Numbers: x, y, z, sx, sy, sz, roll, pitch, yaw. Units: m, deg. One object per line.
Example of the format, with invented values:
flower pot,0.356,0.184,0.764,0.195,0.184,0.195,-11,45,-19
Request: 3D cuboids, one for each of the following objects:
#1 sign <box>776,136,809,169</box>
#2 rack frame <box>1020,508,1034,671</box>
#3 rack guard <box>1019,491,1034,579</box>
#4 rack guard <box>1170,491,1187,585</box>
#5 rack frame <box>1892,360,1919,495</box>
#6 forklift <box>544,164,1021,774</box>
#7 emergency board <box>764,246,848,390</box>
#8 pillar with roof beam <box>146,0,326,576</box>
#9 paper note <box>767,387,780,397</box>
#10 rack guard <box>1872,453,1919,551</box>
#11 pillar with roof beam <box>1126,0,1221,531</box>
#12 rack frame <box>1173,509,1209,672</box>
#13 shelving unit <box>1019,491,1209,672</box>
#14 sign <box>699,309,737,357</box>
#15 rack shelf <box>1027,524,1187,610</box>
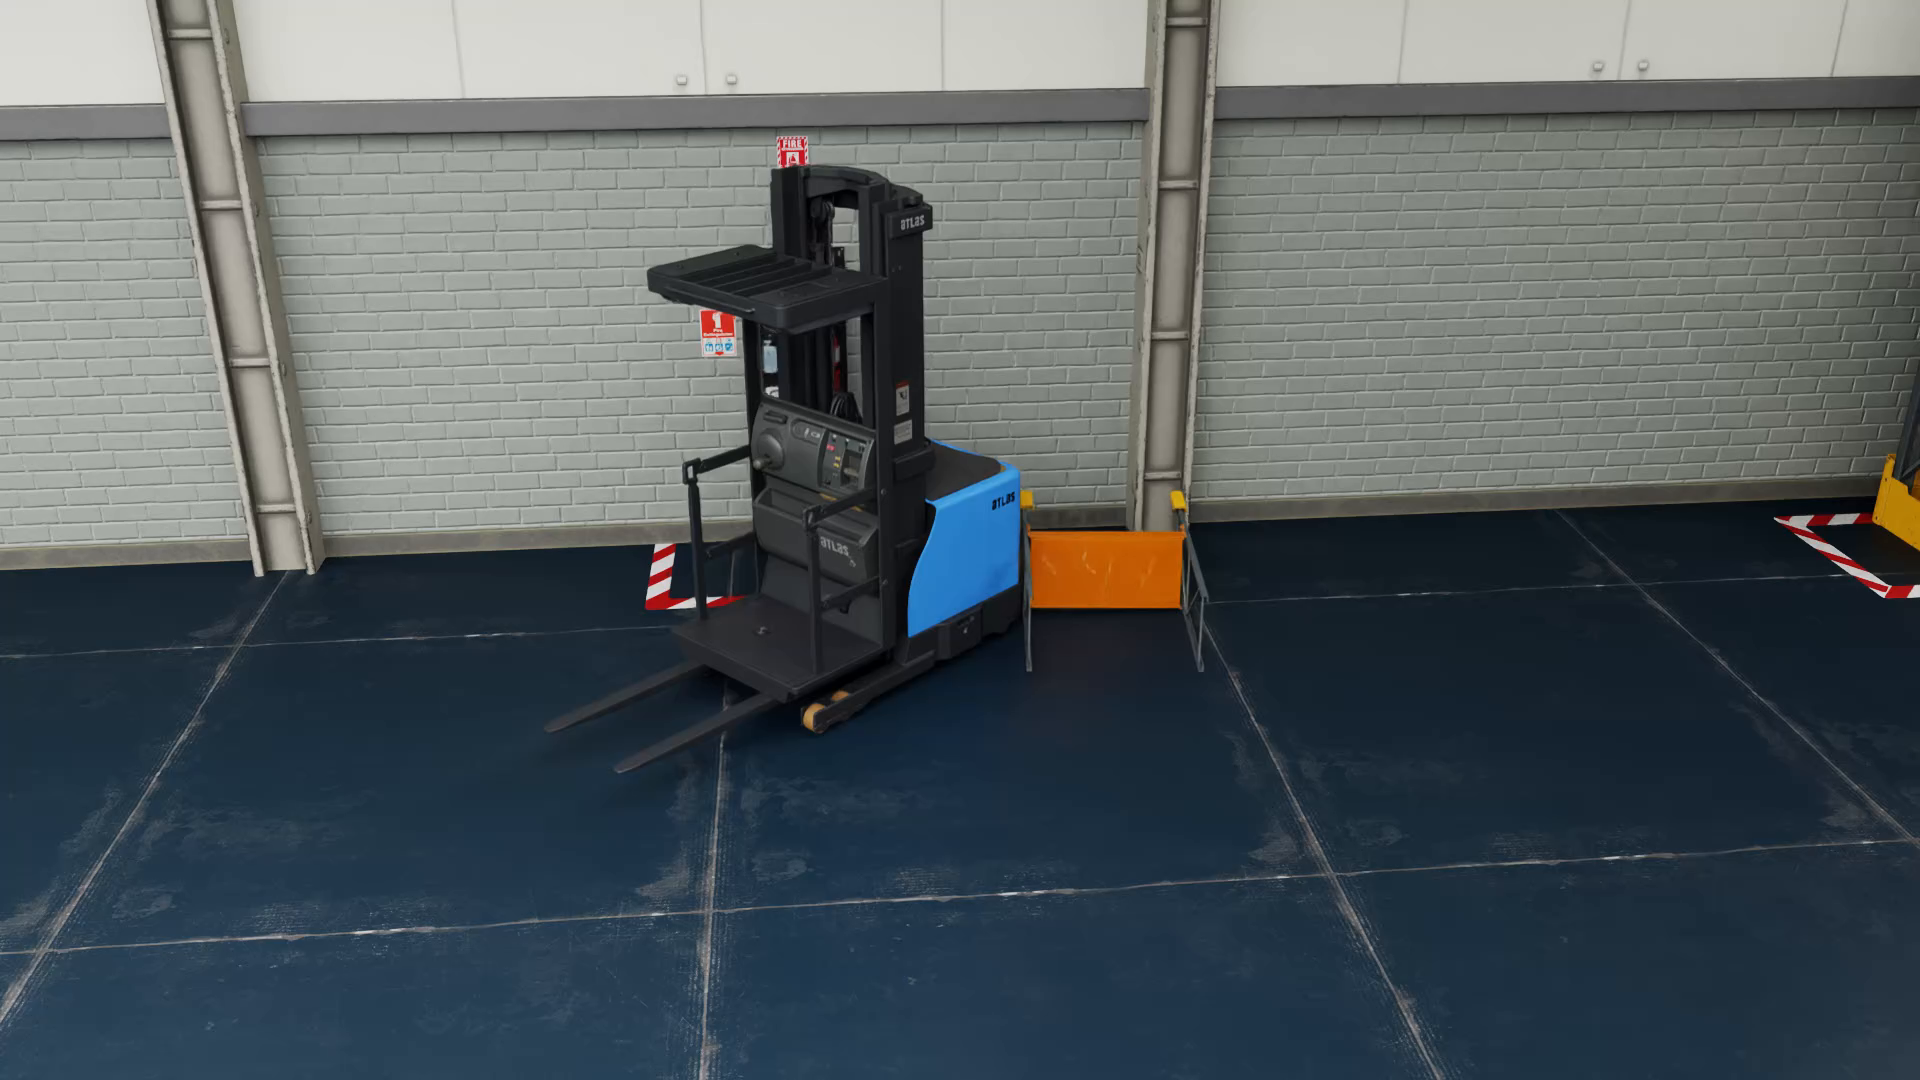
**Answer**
sign,-1.077,-2.452,10.719,0.199,0.298,0.001,-2,24,-5
rack frame,0.415,0.245,10.443,0.032,0.500,1.500,0,24,0
rack guard,0.437,-0.008,11.014,0.087,0.587,0.250,0,24,0
rack guard,1.433,-0.006,11.010,0.087,0.587,0.250,0,24,0
rack frame,6.763,-1.298,10.976,0.127,3.000,1.000,-2,24,-5
forklift,-0.976,-0.489,9.242,1.130,2.935,3.031,20,31,38
emergency board,-1.059,-1.352,11.100,0.643,1.169,0.194,-2,24,-5
pillar with roof beam,-4.144,-2.197,5.615,0.400,9.000,9.100,-2,24,-5
paper note,-1.242,-0.971,11.325,0.142,0.148,0.016,-2,24,-5
rack guard,6.839,-0.158,11.491,0.348,0.500,1.175,-2,24,-5
pillar with roof beam,1.827,-2.437,6.153,0.400,9.000,9.100,-2,24,-5
rack frame,1.432,0.247,10.439,0.032,0.500,1.500,0,24,0
shelving unit,0.932,0.246,10.441,1.083,0.587,1.500,0,24,0
sign,-1.619,-1.388,11.136,0.234,0.329,0.001,-2,24,-5
rack shelf,0.924,0.173,10.605,1.000,0.538,0.185,0,24,0
